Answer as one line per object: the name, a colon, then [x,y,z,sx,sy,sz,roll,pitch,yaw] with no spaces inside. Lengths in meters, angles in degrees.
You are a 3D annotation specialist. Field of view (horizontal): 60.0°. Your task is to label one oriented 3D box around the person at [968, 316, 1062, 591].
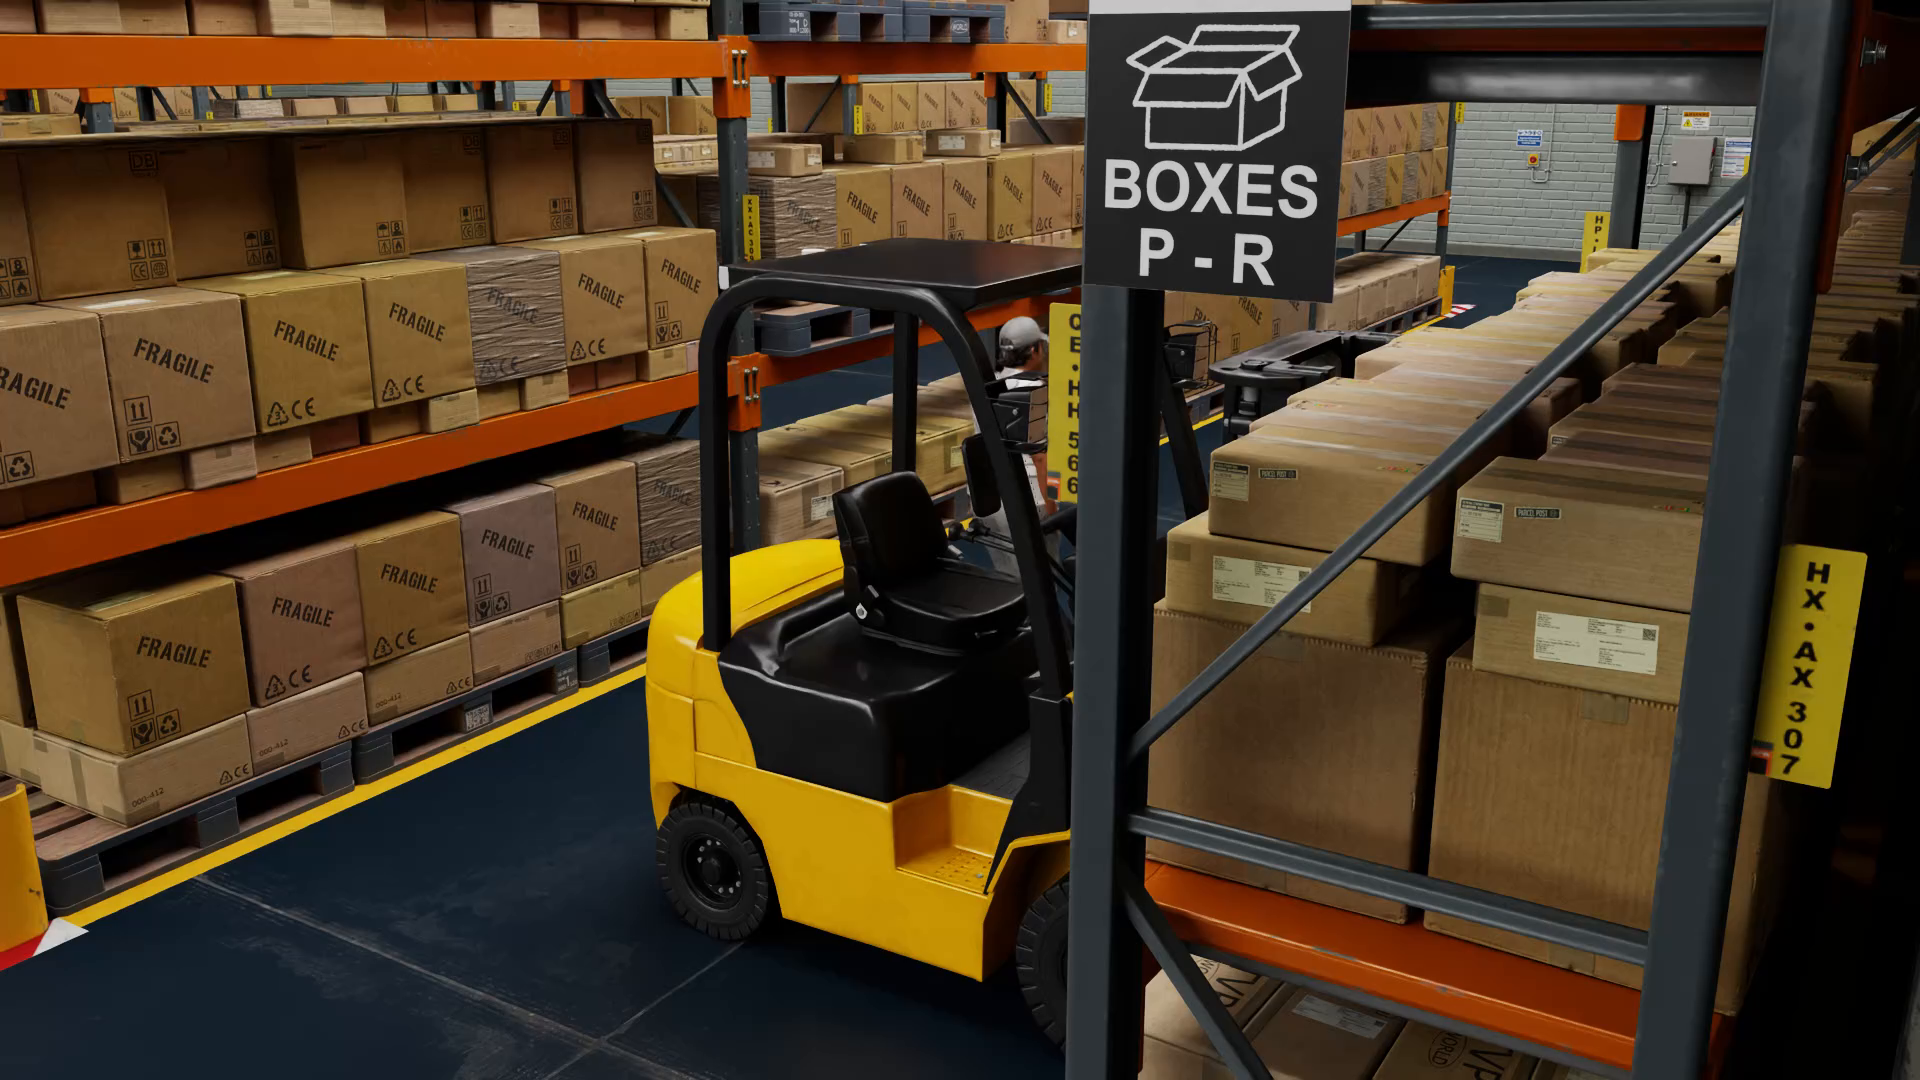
person: [0.207,-0.170,7.274,0.511,1.600,0.485,-11,19,-32]
